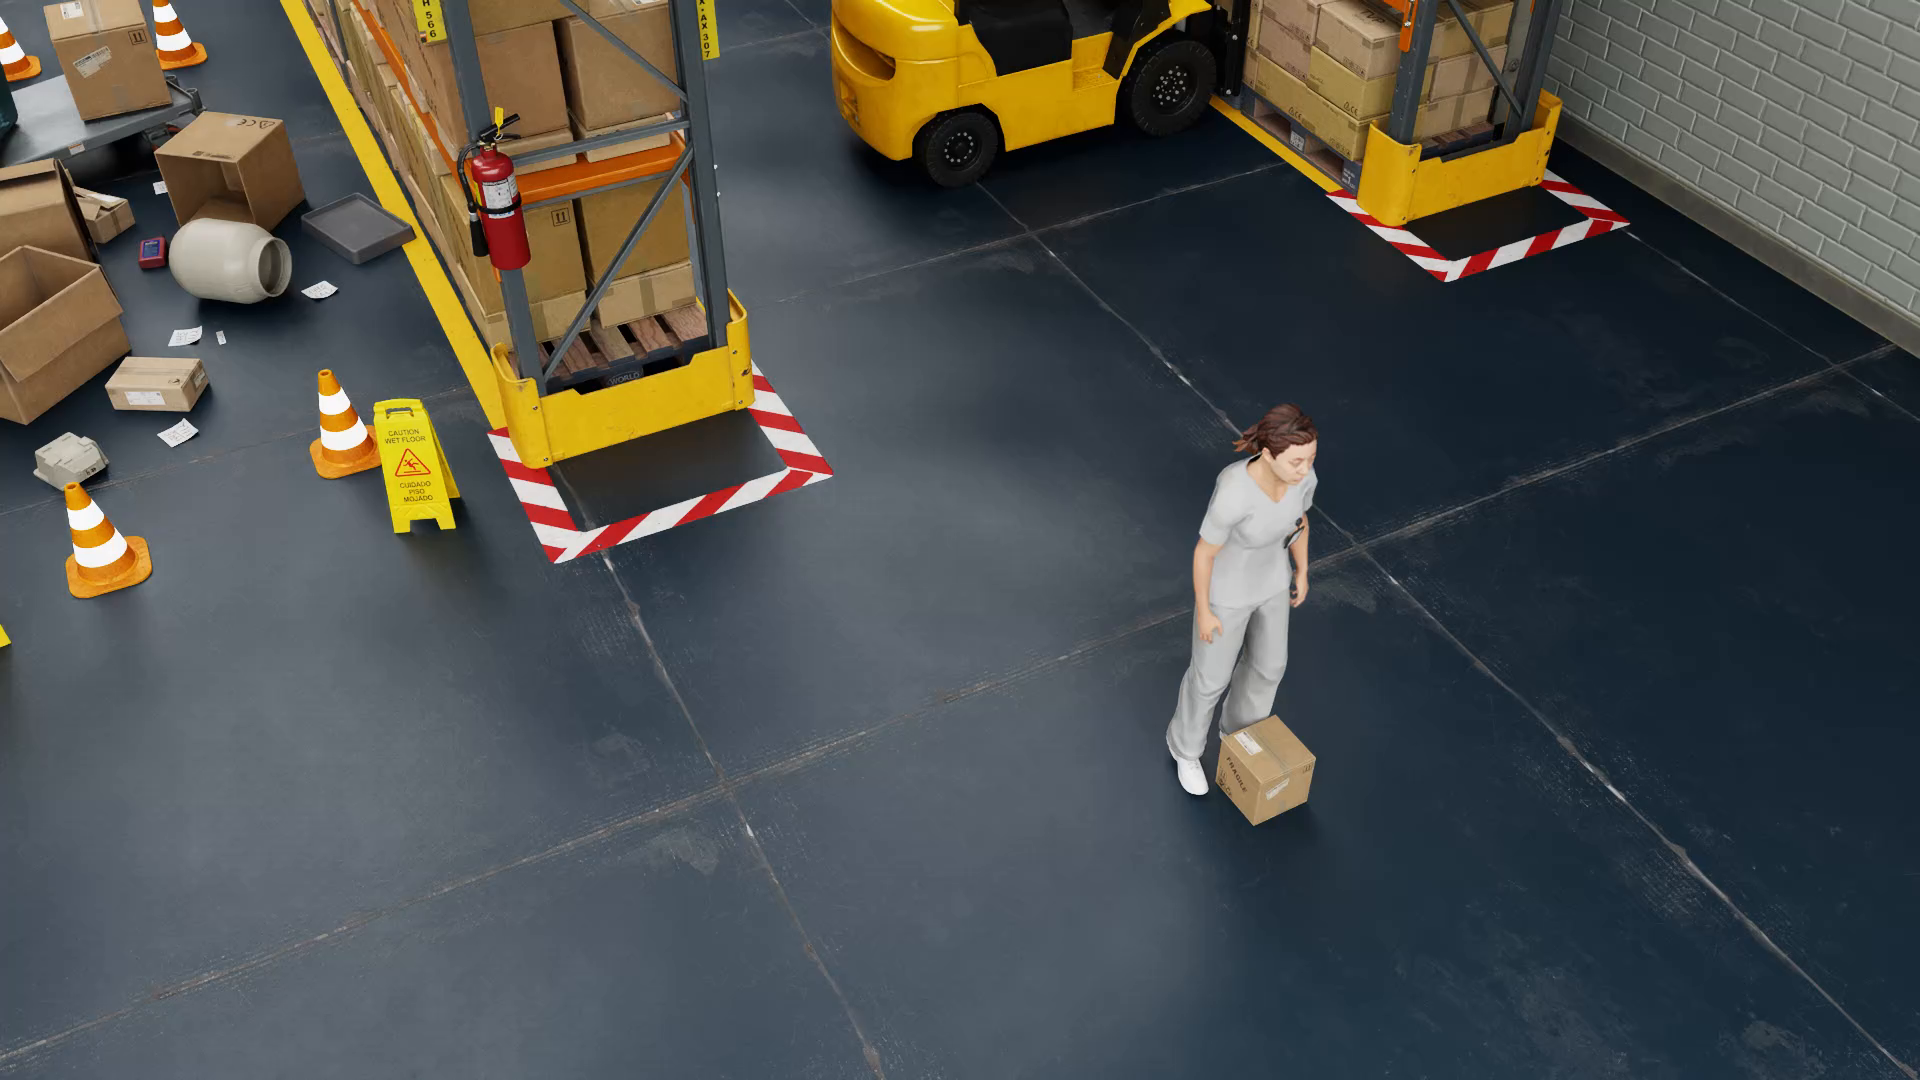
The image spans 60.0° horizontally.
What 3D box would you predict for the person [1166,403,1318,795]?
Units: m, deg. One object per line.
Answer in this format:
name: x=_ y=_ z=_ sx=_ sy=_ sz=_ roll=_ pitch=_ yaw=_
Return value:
person: x=1.041 y=0.204 z=5.929 sx=0.508 sy=1.673 sz=0.407 roll=-20 pitch=45 yaw=-22
